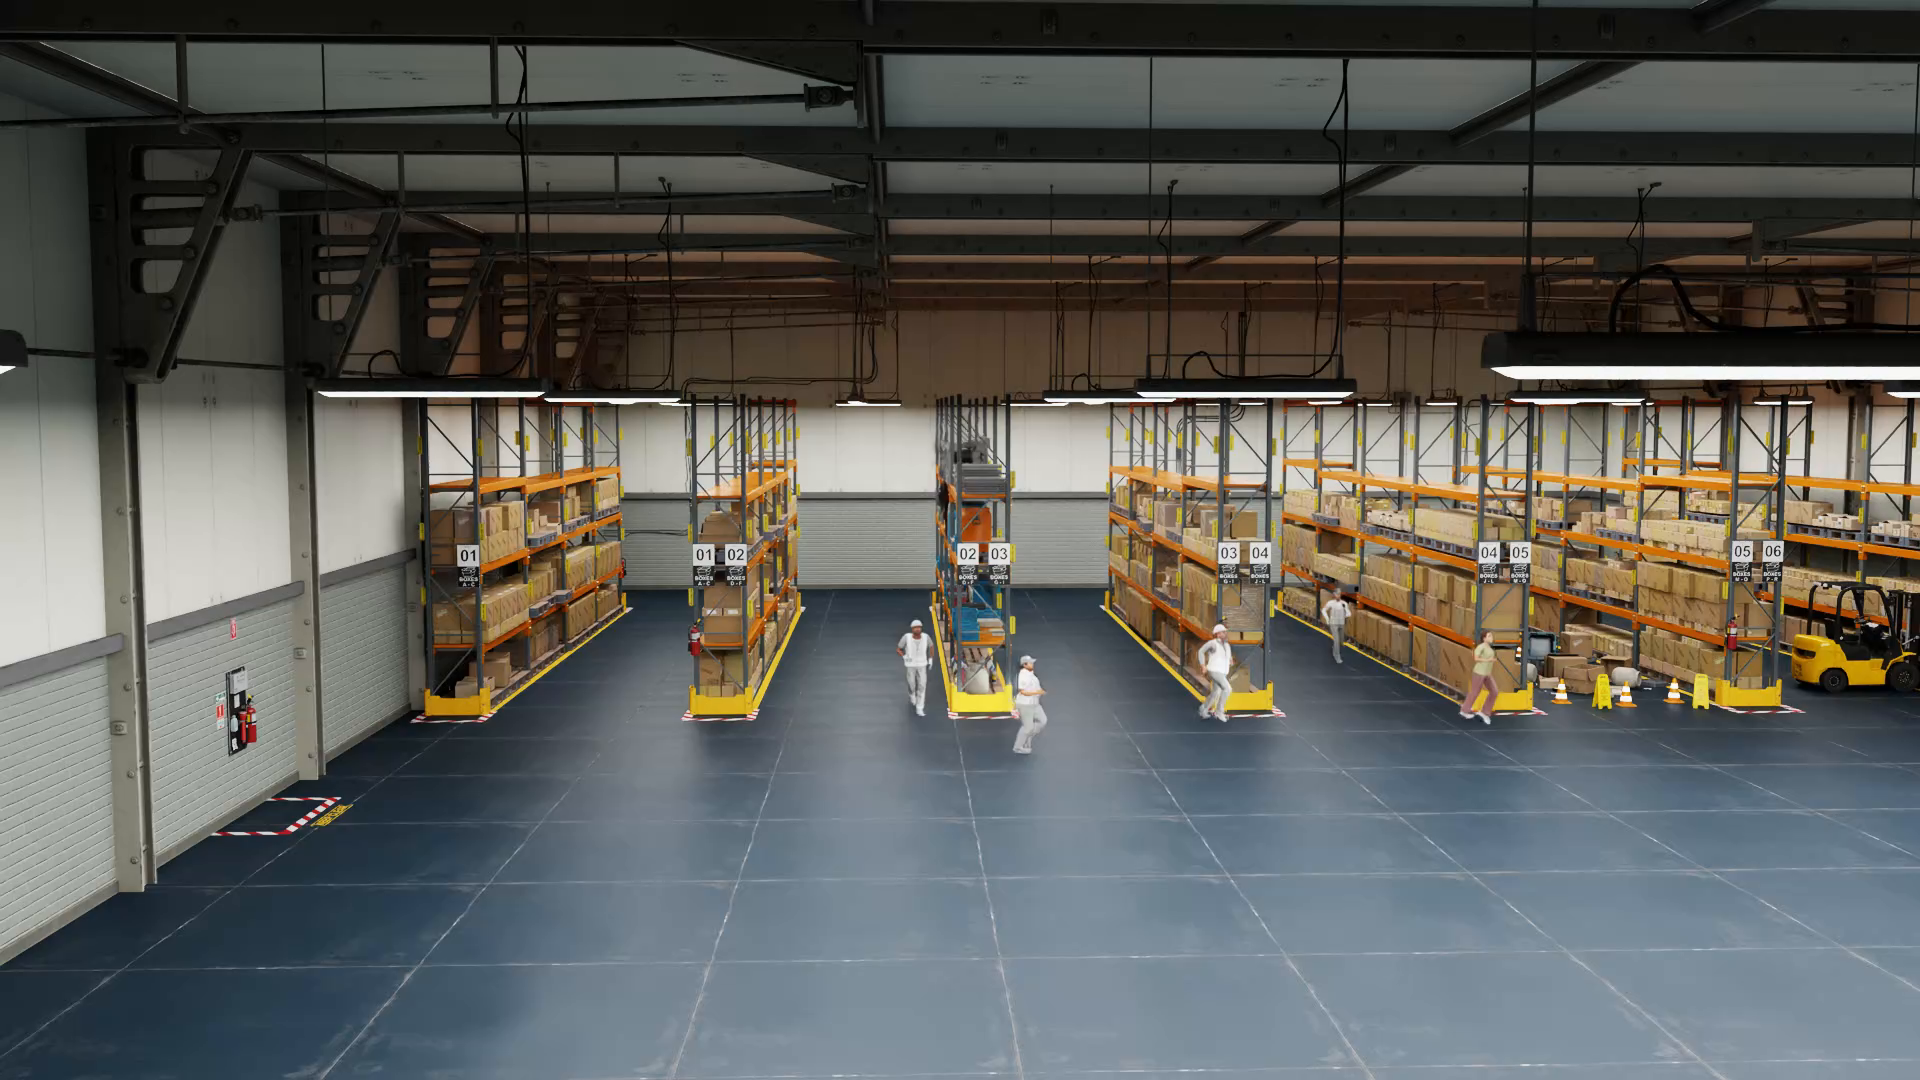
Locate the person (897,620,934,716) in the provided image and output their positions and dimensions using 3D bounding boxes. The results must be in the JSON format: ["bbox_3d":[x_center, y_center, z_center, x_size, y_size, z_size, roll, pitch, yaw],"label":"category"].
[{"bbox_3d":[-0.828,2.385,31.393,0.722,1.774,0.814,-1,5,-7],"label":"person"}]

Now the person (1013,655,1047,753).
[{"bbox_3d":[1.184,2.733,27.585,0.590,1.647,0.589,2,5,22],"label":"person"}]

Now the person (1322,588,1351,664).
[{"bbox_3d":[8.529,1.917,37.601,0.622,1.665,0.877,0,5,-5],"label":"person"}]

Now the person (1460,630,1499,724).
[{"bbox_3d":[9.577,2.504,30.499,0.580,1.717,0.703,-4,6,-38],"label":"person"}]

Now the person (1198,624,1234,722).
[{"bbox_3d":[4.783,2.431,30.639,0.702,1.736,0.641,4,6,43],"label":"person"}]
